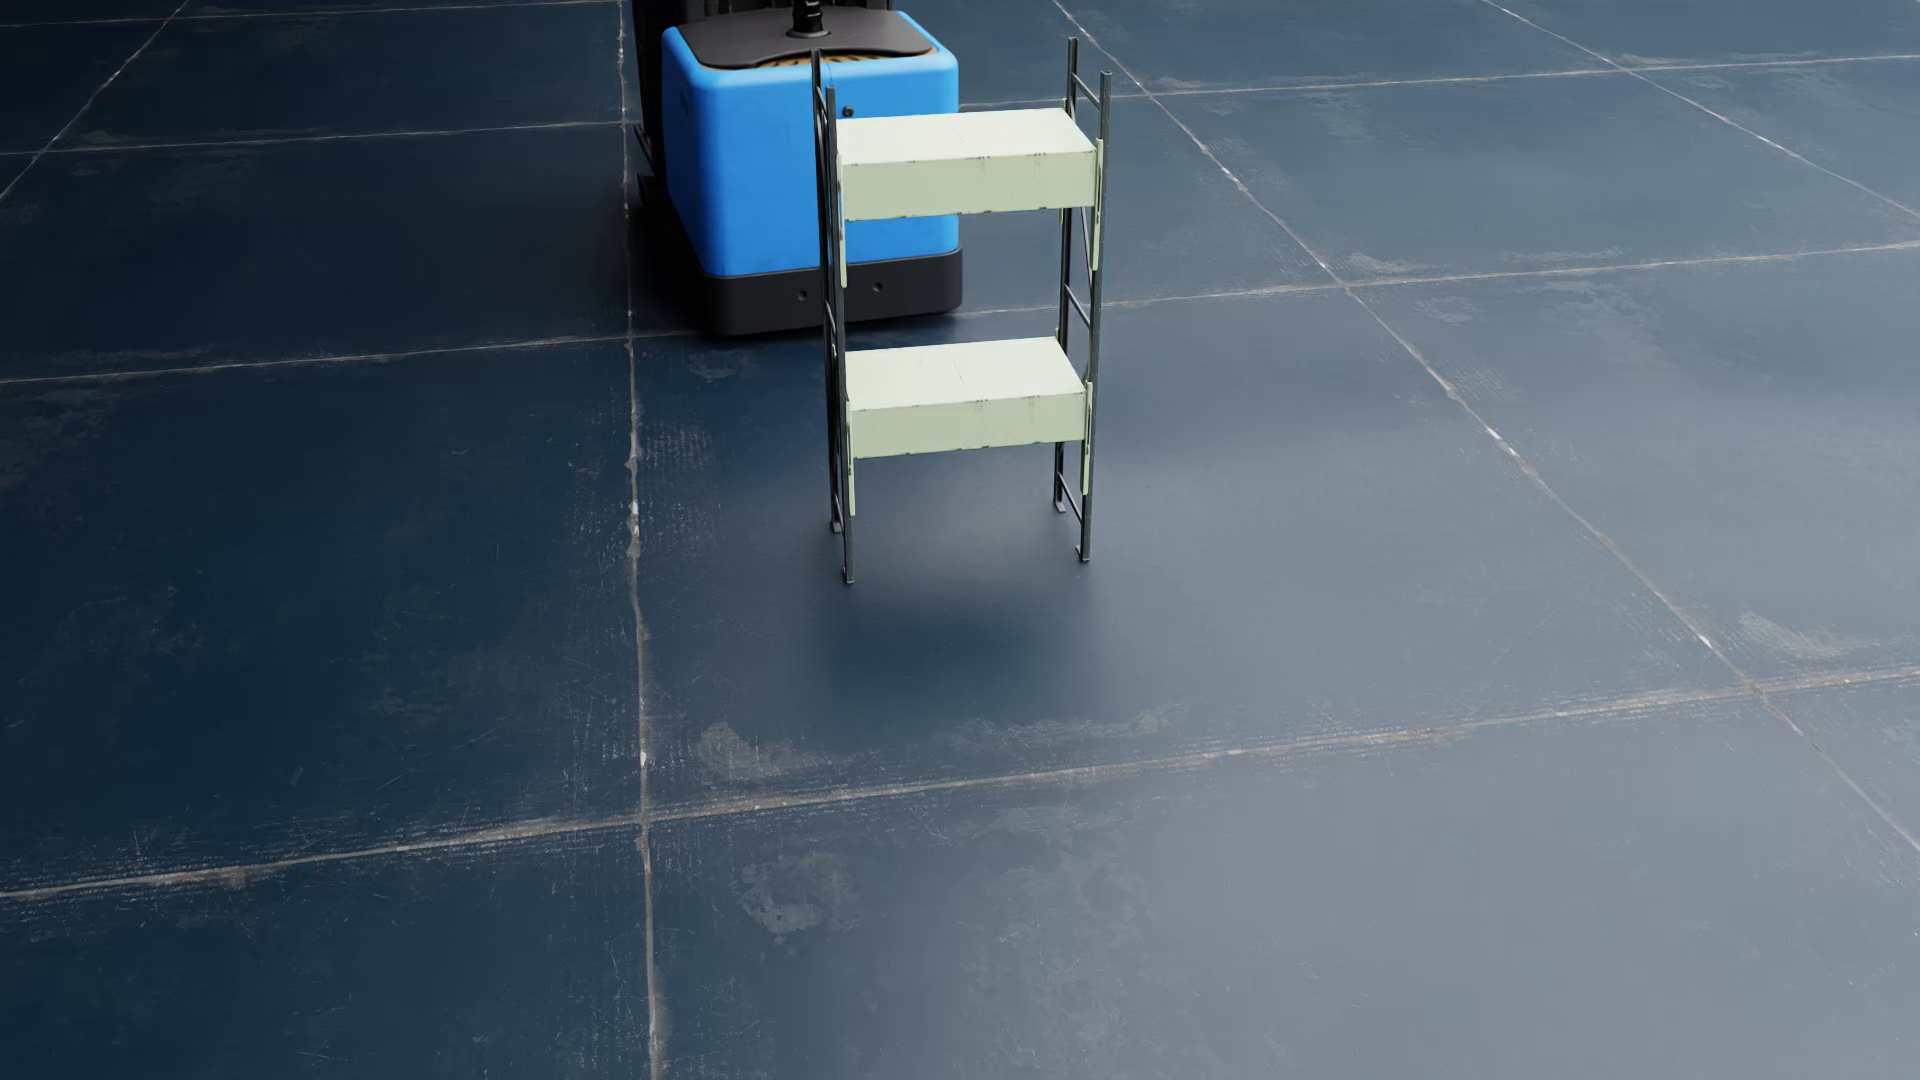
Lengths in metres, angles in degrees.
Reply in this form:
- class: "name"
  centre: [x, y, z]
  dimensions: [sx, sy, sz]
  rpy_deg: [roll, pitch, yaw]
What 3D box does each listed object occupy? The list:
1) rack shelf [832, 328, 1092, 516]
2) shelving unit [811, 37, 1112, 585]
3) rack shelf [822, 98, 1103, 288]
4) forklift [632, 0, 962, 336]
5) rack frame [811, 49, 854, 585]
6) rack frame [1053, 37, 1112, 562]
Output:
- class: "rack shelf"
  centre: [-0.007, -0.365, 5.034]
  dimensions: [0.720, 0.370, 0.431]
  rpy_deg: [-5, 31, -9]
- class: "shelving unit"
  centre: [-0.007, -0.646, 4.869]
  dimensions: [0.755, 1.500, 0.431]
  rpy_deg: [-5, 31, -9]
- class: "rack shelf"
  centre: [-0.007, -0.982, 4.671]
  dimensions: [0.720, 0.370, 0.431]
  rpy_deg: [-5, 31, -9]
- class: "forklift"
  centre: [-0.902, -2.792, 7.106]
  dimensions: [1.130, 2.935, 3.031]
  rpy_deg: [-9, 32, -14]
- class: "rack frame"
  centre: [-0.367, -0.612, 4.812]
  dimensions: [0.023, 1.500, 0.400]
  rpy_deg: [-5, 31, -9]
- class: "rack frame"
  centre: [0.353, -0.679, 4.926]
  dimensions: [0.023, 1.500, 0.400]
  rpy_deg: [-5, 31, -9]
